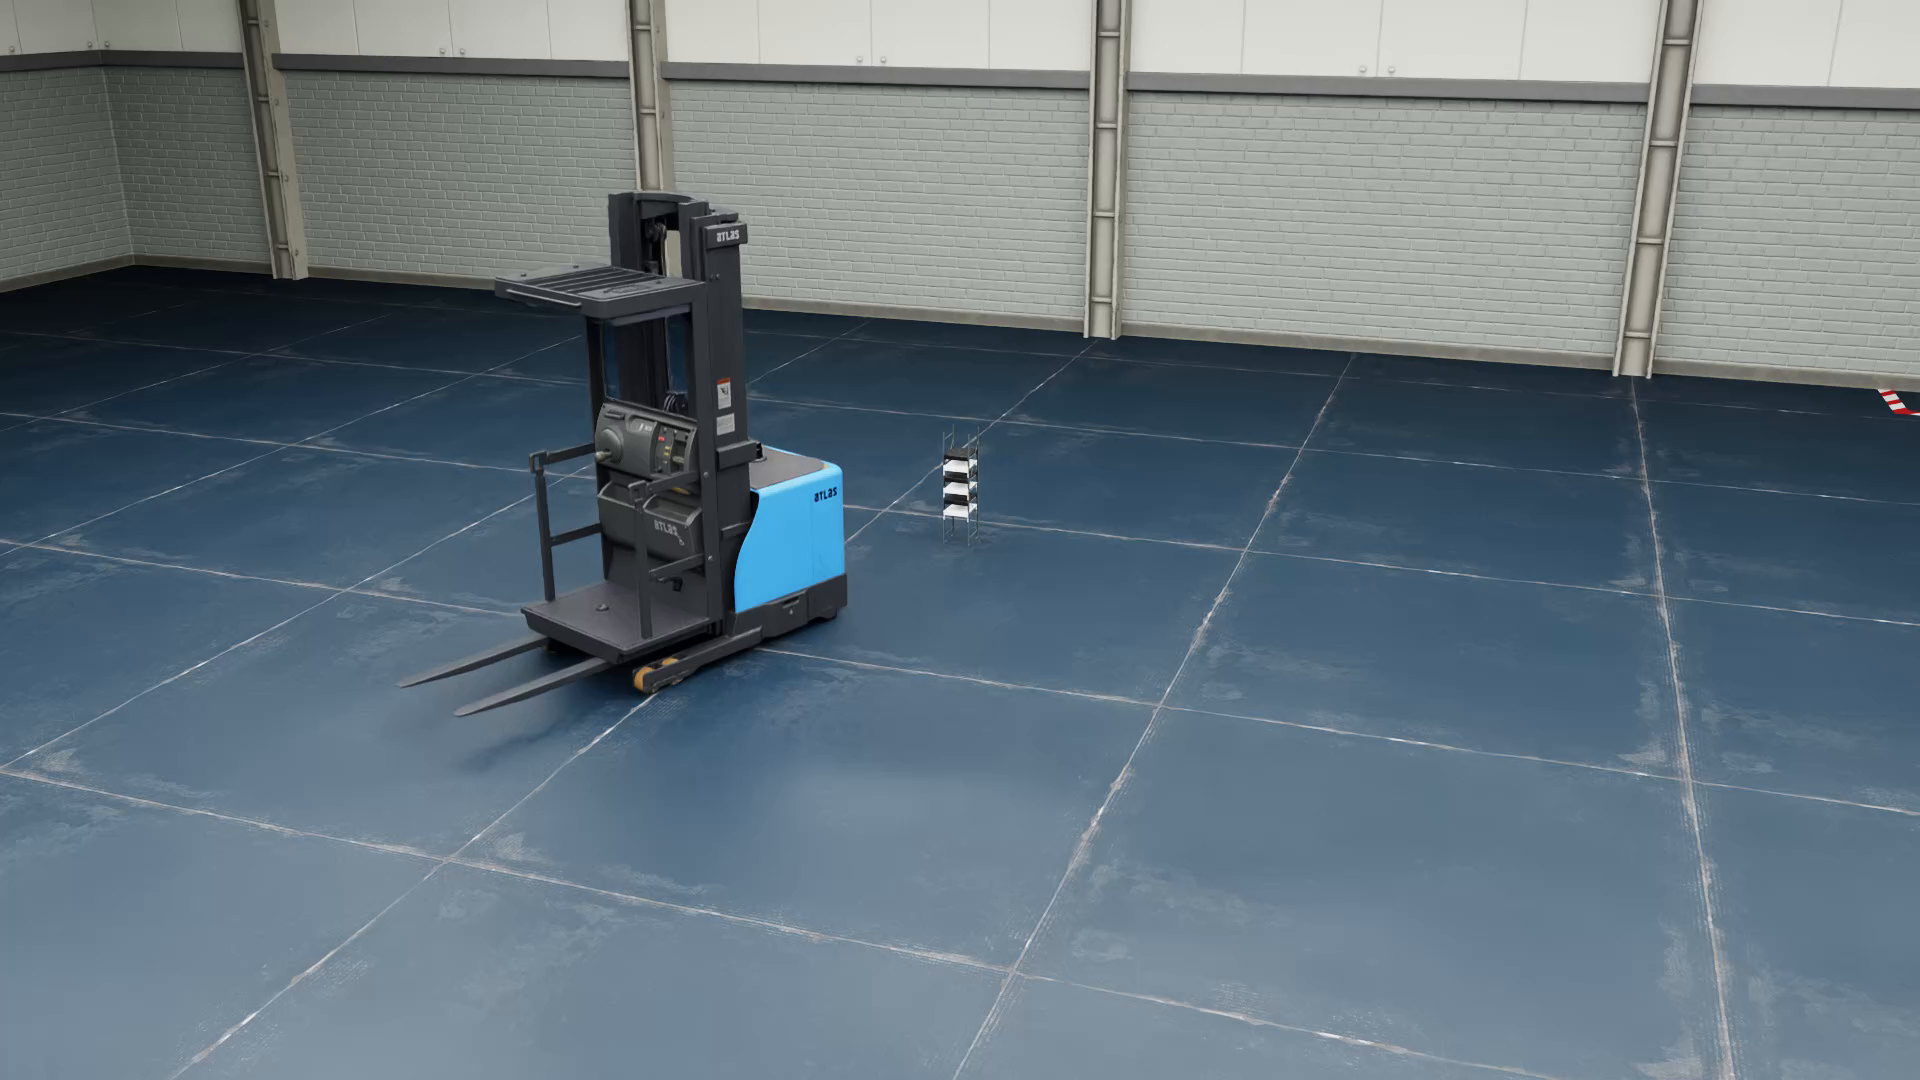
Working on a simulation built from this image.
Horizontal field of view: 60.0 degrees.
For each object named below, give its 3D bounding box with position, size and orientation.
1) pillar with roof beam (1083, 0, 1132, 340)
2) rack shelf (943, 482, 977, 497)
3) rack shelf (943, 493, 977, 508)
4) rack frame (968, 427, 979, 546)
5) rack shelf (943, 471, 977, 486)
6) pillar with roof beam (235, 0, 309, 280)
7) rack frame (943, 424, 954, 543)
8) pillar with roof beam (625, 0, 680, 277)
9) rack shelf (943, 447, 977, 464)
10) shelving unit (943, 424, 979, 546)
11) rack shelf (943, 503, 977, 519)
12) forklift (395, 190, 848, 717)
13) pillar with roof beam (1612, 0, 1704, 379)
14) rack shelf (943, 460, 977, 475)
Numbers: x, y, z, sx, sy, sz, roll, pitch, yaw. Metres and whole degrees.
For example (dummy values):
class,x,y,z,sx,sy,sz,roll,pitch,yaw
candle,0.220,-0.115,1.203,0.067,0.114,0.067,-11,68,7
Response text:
class,x,y,z,sx,sy,sz,roll,pitch,yaw
pillar with roof beam,0.317,-5.387,14.859,0.400,9.000,9.100,7,20,18
rack shelf,0.008,-0.393,12.937,0.200,0.077,0.258,7,20,18
rack shelf,0.008,-0.308,12.966,0.200,0.077,0.258,7,20,18
rack frame,0.104,-0.413,12.894,0.006,0.900,0.240,7,20,18
rack shelf,0.008,-0.478,12.907,0.200,0.077,0.258,7,20,18
pillar with roof beam,-11.019,-6.683,18.577,0.400,9.000,9.100,7,20,18
rack frame,-0.088,-0.435,12.957,0.006,0.900,0.240,7,20,18
pillar with roof beam,-5.351,-6.035,16.718,0.400,9.000,9.100,7,20,18
rack shelf,0.008,-0.648,12.848,0.200,0.077,0.258,7,20,18
shelving unit,0.008,-0.424,12.926,0.210,0.900,0.258,7,20,18
rack shelf,0.008,-0.223,12.996,0.200,0.077,0.258,7,20,18
forklift,-2.129,-0.614,10.384,1.130,2.935,3.031,16,25,38
pillar with roof beam,5.985,-4.739,12.999,0.400,9.000,9.100,7,20,18
rack shelf,0.008,-0.563,12.877,0.200,0.077,0.258,7,20,18
